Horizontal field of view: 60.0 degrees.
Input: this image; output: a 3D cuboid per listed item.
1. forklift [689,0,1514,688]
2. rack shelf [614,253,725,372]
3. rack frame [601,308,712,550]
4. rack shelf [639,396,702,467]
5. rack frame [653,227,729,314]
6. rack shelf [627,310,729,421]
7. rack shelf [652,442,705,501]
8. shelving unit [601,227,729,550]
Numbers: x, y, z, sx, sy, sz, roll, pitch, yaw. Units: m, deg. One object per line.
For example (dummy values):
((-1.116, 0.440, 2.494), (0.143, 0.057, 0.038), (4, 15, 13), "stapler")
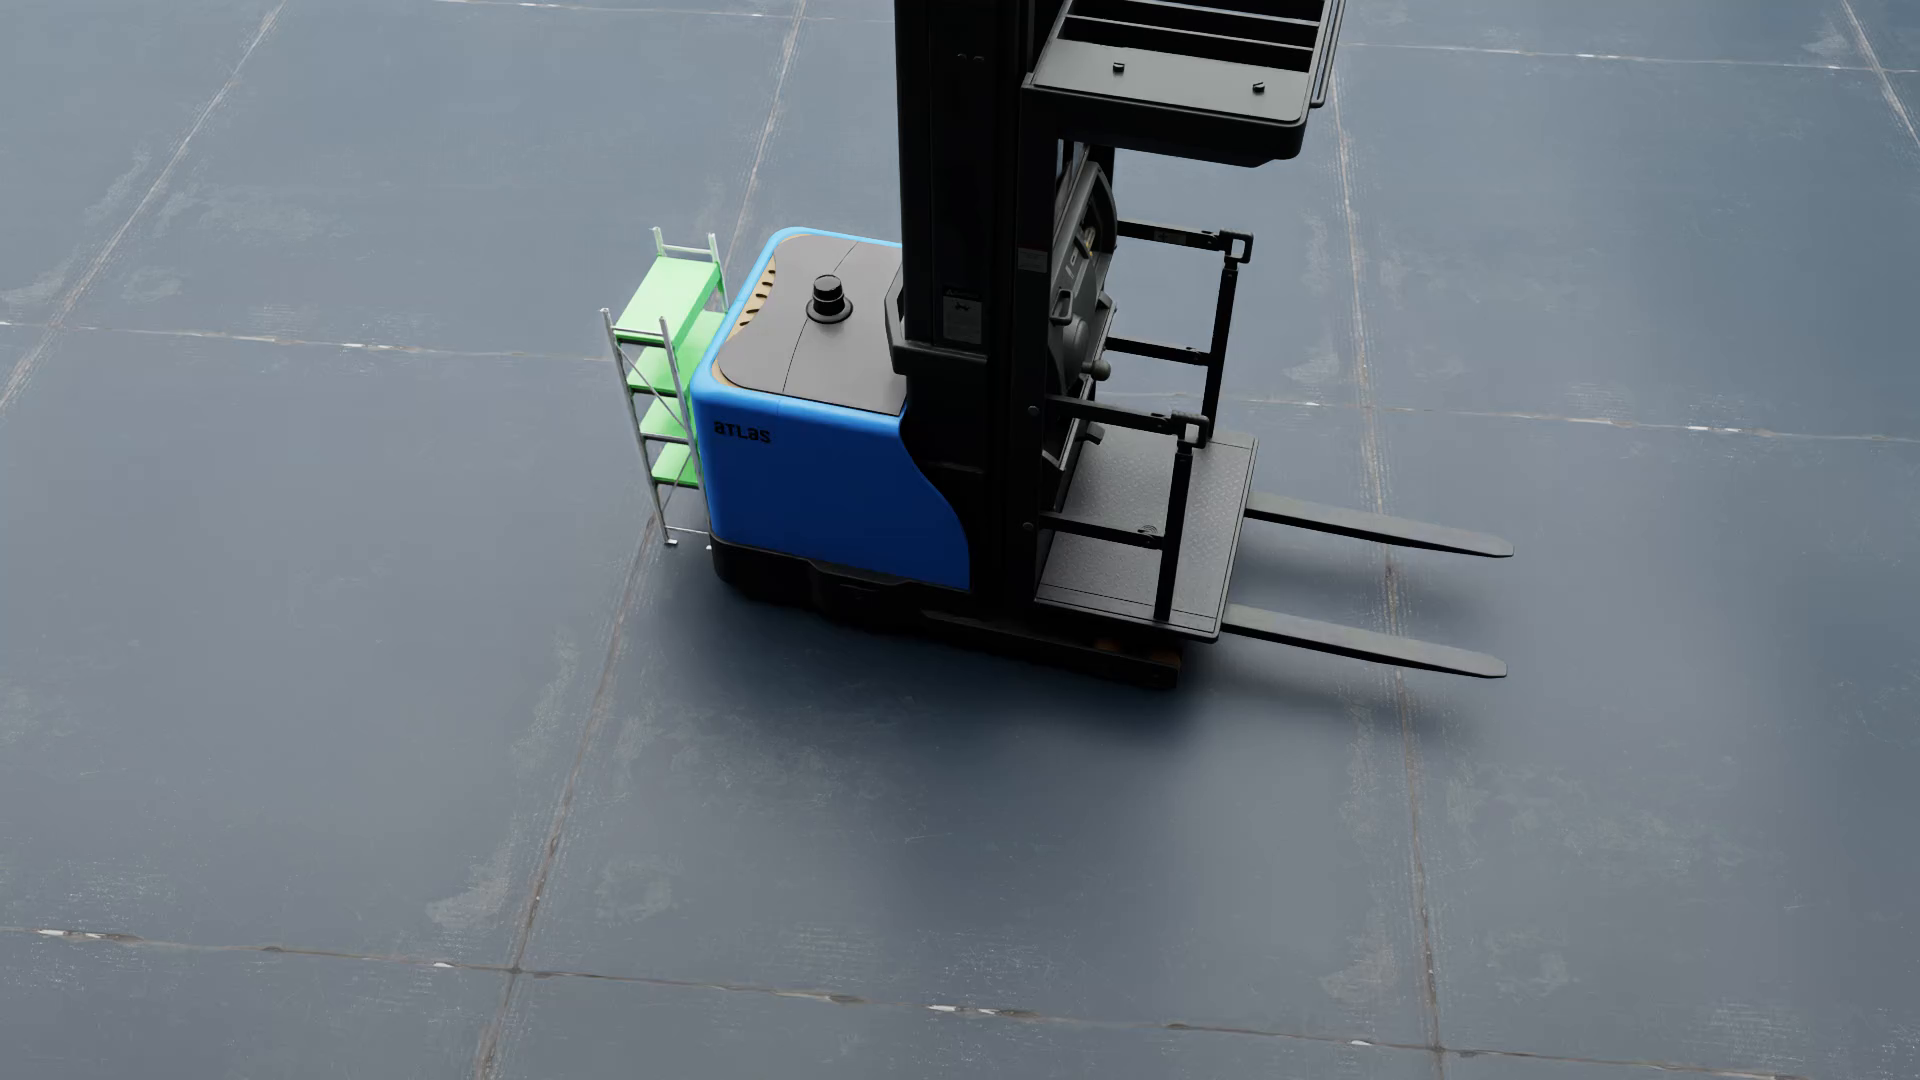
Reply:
((0.603, -0.870, 5.586), (3.031, 2.935, 1.130), (11, 49, 10), "forklift")
((-1.081, -0.848, 6.165), (0.258, 0.148, 0.480), (9, 48, 13), "rack shelf")
((-1.121, -0.389, 6.308), (0.240, 1.200, 0.015), (9, 48, 13), "rack frame")
((-1.054, -0.519, 6.514), (0.258, 0.148, 0.480), (9, 48, 13), "rack shelf")
((-0.995, -0.737, 6.627), (0.240, 1.200, 0.015), (9, 48, 13), "rack frame")
((-1.068, -0.683, 6.340), (0.258, 0.148, 0.480), (9, 48, 13), "rack shelf")
((-1.041, -0.354, 6.688), (0.258, 0.148, 0.480), (9, 48, 13), "rack shelf")
((-1.058, -0.563, 6.467), (0.258, 1.200, 0.503), (9, 48, 13), "shelving unit")
